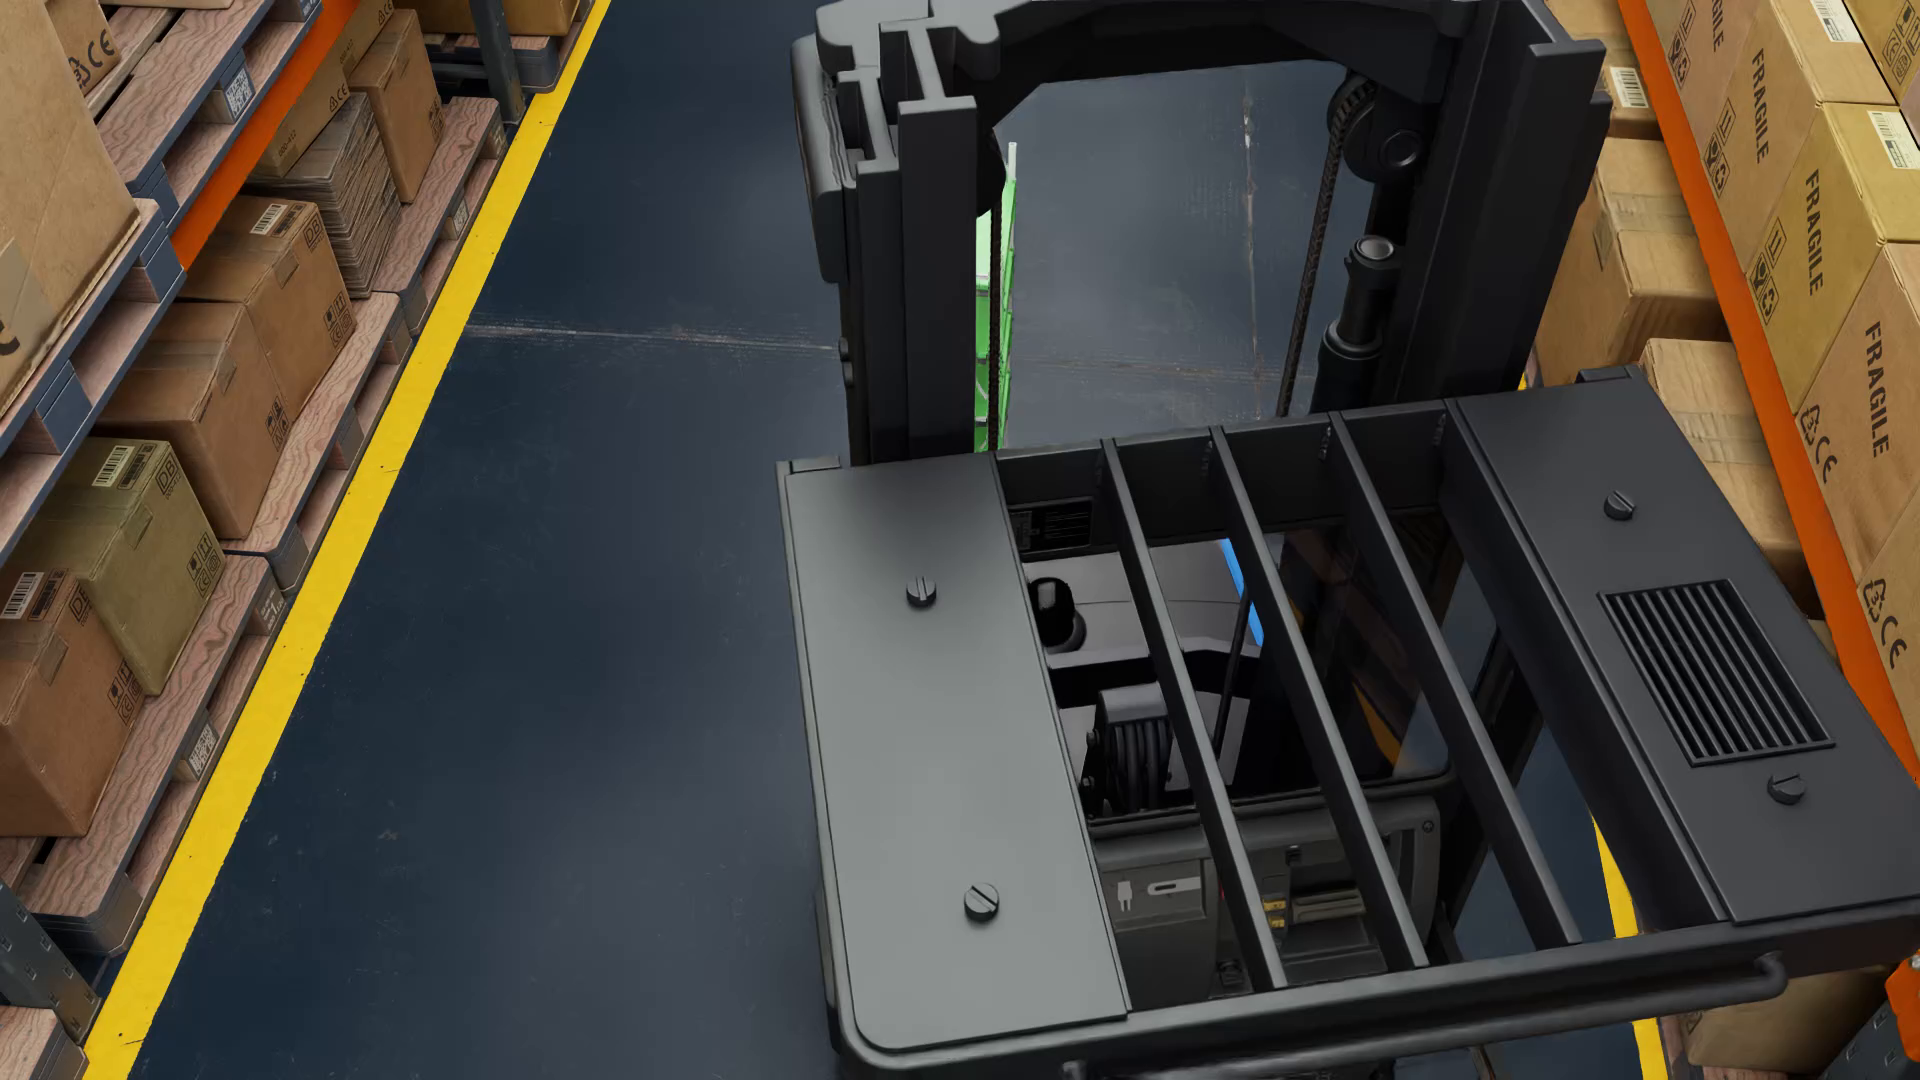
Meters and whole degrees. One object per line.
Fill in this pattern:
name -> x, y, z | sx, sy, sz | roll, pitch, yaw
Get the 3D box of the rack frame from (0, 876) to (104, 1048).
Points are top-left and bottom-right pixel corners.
rack frame -> -2.659, 0.161, 3.070 | 1.000, 3.000, 0.127 | 4, 48, 4

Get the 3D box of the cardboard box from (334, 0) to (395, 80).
cardboard box -> -2.326, -1.842, 5.790 | 0.500, 0.250, 0.500 | 6, 48, 5

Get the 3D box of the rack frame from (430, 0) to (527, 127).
rack frame -> -2.295, -2.778, 5.758 | 1.000, 3.000, 0.127 | 4, 48, 4

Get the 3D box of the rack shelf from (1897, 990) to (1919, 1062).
rack shelf -> 2.088, 2.281, 1.618 | 1.077, 0.370, 4.000 | 4, 48, 4

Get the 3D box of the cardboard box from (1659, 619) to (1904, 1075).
cardboard box -> 2.238, 0.724, 3.795 | 1.050, 0.750, 0.750 | 4, 48, 3

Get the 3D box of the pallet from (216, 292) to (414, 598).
pallet -> -2.481, -0.369, 5.444 | 1.003, 0.211, 1.213 | 4, 48, 4

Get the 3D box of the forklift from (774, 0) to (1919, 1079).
forklift -> 0.364, 0.759, 2.569 | 1.130, 2.935, 3.031 | -7, 48, -6

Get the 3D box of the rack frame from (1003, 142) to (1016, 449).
rack frame -> 0.037, -0.706, 5.083 | 0.240, 1.200, 0.015 | 4, 48, 4

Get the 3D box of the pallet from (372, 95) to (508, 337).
pallet -> -2.368, -1.263, 6.262 | 1.003, 0.211, 1.213 | 4, 48, 4

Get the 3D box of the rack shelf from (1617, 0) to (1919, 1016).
rack shelf -> 2.453, -0.658, 4.307 | 1.077, 0.370, 4.000 | 4, 48, 4

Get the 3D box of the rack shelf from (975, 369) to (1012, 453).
rack shelf -> 0.015, -0.321, 5.143 | 0.258, 0.148, 0.480 | 4, 48, 4

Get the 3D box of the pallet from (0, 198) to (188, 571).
pallet -> -2.445, -0.326, 3.645 | 1.003, 0.211, 1.213 | 4, 48, 4

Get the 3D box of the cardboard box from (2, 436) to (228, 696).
cardboard box -> -2.520, 0.057, 4.561 | 0.700, 0.500, 0.500 | 4, 48, 3

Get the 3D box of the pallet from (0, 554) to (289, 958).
pallet -> -2.590, 0.530, 4.622 | 1.003, 0.211, 1.213 | 4, 48, 4

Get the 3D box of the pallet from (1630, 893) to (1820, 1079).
pallet -> 2.266, 0.938, 4.249 | 1.003, 0.211, 1.213 | 4, 48, 4

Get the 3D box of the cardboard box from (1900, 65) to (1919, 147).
cardboard box -> 2.401, -0.917, 3.311 | 0.700, 0.500, 0.500 | 4, 48, 4

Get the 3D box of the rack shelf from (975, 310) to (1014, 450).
rack shelf -> 0.015, -0.483, 4.966 | 0.258, 0.148, 0.480 | 4, 48, 4

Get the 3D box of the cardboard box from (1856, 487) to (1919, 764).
cardboard box -> 2.052, 0.134, 3.027 | 0.500, 0.500, 0.500 | 4, 48, 3

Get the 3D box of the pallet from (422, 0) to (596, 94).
pallet -> -2.148, -2.411, 7.313 | 1.003, 0.211, 1.213 | 4, 48, 4

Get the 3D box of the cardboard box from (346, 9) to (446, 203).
cardboard box -> -2.336, -1.589, 6.067 | 0.700, 0.500, 0.500 | 2, 48, 1

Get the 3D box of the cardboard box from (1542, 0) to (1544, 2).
cardboard box -> 2.435, -2.170, 6.611 | 0.500, 0.500, 0.500 | 4, 48, 3

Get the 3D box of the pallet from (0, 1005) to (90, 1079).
pallet -> -2.685, 1.598, 3.645 | 1.003, 0.211, 1.213 | 4, 48, 4

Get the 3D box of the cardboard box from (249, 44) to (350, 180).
cardboard box -> -2.364, -1.451, 5.432 | 0.500, 0.250, 0.500 | 9, 48, 8

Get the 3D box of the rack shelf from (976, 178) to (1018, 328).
rack shelf -> 0.015, -0.807, 4.611 | 0.258, 0.148, 0.480 | 4, 48, 4

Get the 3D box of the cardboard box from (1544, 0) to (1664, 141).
cardboard box -> 2.490, -1.312, 5.657 | 1.050, 0.750, 0.750 | 3, 48, 3

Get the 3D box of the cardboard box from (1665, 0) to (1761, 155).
cardboard box -> 2.236, -1.348, 4.382 | 0.500, 0.500, 0.500 | 4, 48, 3

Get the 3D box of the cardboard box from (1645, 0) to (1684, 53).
cardboard box -> 2.282, -1.719, 4.721 | 0.500, 0.500, 0.500 | 3, 48, 3

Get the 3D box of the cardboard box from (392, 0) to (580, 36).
cardboard box -> -2.211, -2.709, 6.850 | 1.225, 0.875, 0.875 | 2, 48, 2

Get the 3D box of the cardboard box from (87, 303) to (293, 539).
cardboard box -> -2.469, -0.354, 4.937 | 0.700, 0.500, 0.500 | 0, 48, 0

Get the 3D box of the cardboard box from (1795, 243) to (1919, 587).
cardboard box -> 2.098, -0.238, 3.367 | 0.500, 0.500, 0.500 | 3, 48, 3

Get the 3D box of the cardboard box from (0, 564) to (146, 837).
cardboard box -> -2.582, 0.406, 4.241 | 0.700, 0.500, 0.500 | 1, 48, 1

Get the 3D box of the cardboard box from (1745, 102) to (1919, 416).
cardboard box -> 2.144, -0.609, 3.706 | 0.500, 0.500, 0.500 | 4, 48, 4

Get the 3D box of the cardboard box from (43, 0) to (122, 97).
cardboard box -> -2.593, -1.296, 4.048 | 0.797, 0.503, 0.637 | 8, 48, 8

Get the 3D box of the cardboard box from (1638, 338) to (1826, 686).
cardboard box -> 2.329, 0.016, 4.443 | 1.050, 0.750, 0.750 | 4, 48, 4

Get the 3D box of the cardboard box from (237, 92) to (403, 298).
cardboard box -> -2.374, -1.181, 5.693 | 0.700, 0.500, 0.500 | 0, 48, 0

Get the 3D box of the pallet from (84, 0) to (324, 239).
pallet -> -2.434, -1.256, 4.496 | 1.003, 0.211, 1.213 | 4, 48, 4

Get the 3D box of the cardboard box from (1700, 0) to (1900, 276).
cardboard box -> 2.188, -0.982, 4.048 | 0.500, 0.500, 0.500 | 3, 48, 3

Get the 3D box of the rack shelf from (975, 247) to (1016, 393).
rack shelf -> 0.015, -0.645, 4.789 | 0.258, 0.148, 0.480 | 4, 48, 4

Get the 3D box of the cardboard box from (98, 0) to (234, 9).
cardboard box -> -2.178, -1.631, 4.516 | 0.396, 0.266, 0.258 | 3, 48, 2

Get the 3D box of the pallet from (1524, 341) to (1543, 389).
pallet -> 2.488, -0.855, 5.889 | 1.003, 0.211, 1.213 | 4, 48, 4

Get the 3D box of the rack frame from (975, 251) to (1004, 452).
rack frame -> -0.007, -0.347, 4.755 | 0.240, 1.200, 0.015 | 4, 48, 4

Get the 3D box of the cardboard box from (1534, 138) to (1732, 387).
cardboard box -> 2.414, -0.669, 5.069 | 1.050, 0.750, 0.750 | 5, 48, 4

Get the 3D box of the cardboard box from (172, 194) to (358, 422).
cardboard box -> -2.419, -0.764, 5.312 | 0.700, 0.500, 0.500 | 7, 48, 7

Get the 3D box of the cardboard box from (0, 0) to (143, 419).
cardboard box -> -2.448, -0.758, 3.219 | 1.000, 1.000, 1.000 | 4, 48, 4

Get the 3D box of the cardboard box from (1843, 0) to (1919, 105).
cardboard box -> 2.449, -1.288, 3.650 | 0.700, 0.500, 0.500 | 3, 48, 3

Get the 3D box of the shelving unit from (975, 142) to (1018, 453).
shelving unit -> 0.015, -0.527, 4.919 | 0.258, 1.200, 0.503 | 4, 48, 4
